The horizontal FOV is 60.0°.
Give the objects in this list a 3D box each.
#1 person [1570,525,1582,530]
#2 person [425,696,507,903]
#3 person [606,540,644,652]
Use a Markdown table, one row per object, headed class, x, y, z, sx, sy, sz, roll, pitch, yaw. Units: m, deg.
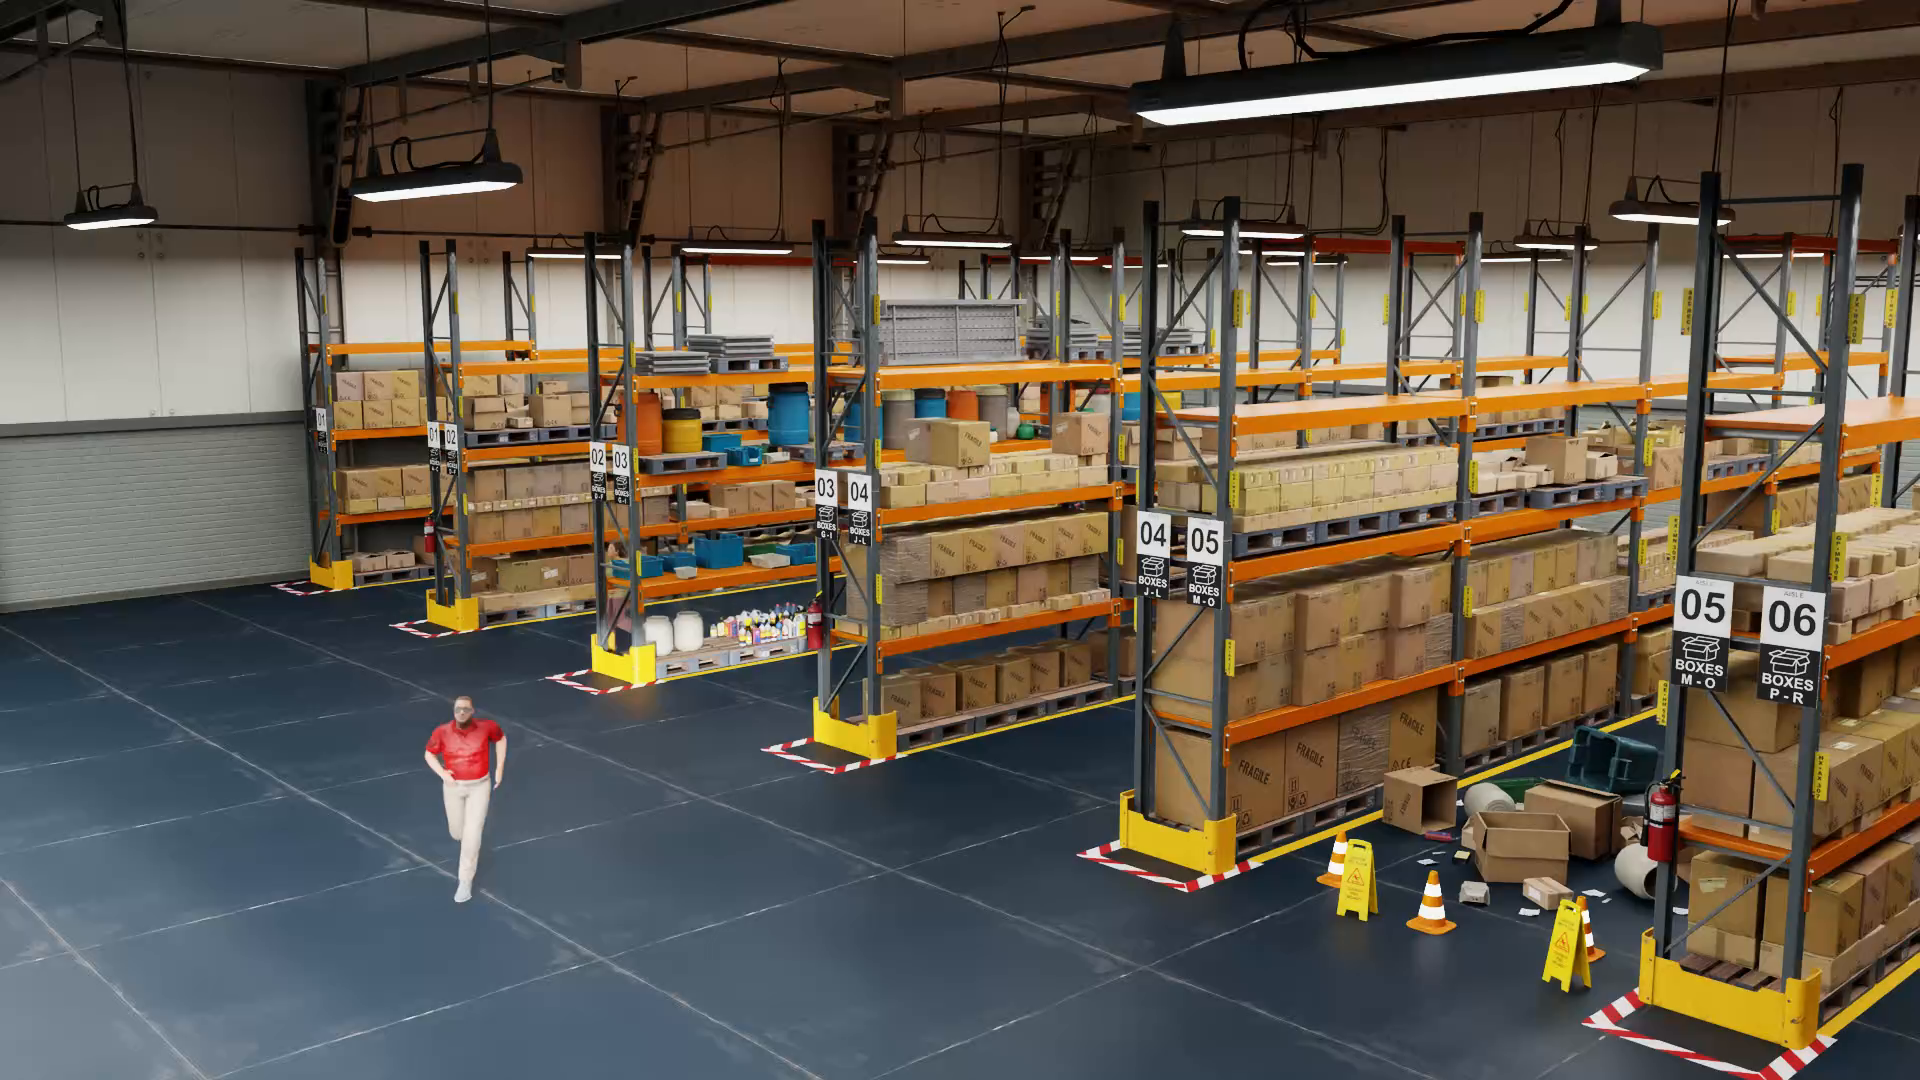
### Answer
| class | x | y | z | sx | sy | sz | roll | pitch | yaw |
| --- | --- | --- | --- | --- | --- | --- | --- | --- | --- |
| person | 9.029 | 0.671 | 24.573 | 0.649 | 1.780 | 0.938 | 8 | 12 | 43 |
| person | -4.338 | 2.195 | 14.638 | 0.686 | 1.729 | 1.002 | -2 | 9 | -10 |
| person | -4.933 | 0.827 | 24.161 | 0.816 | 1.671 | 0.587 | -8 | 12 | -44 |
